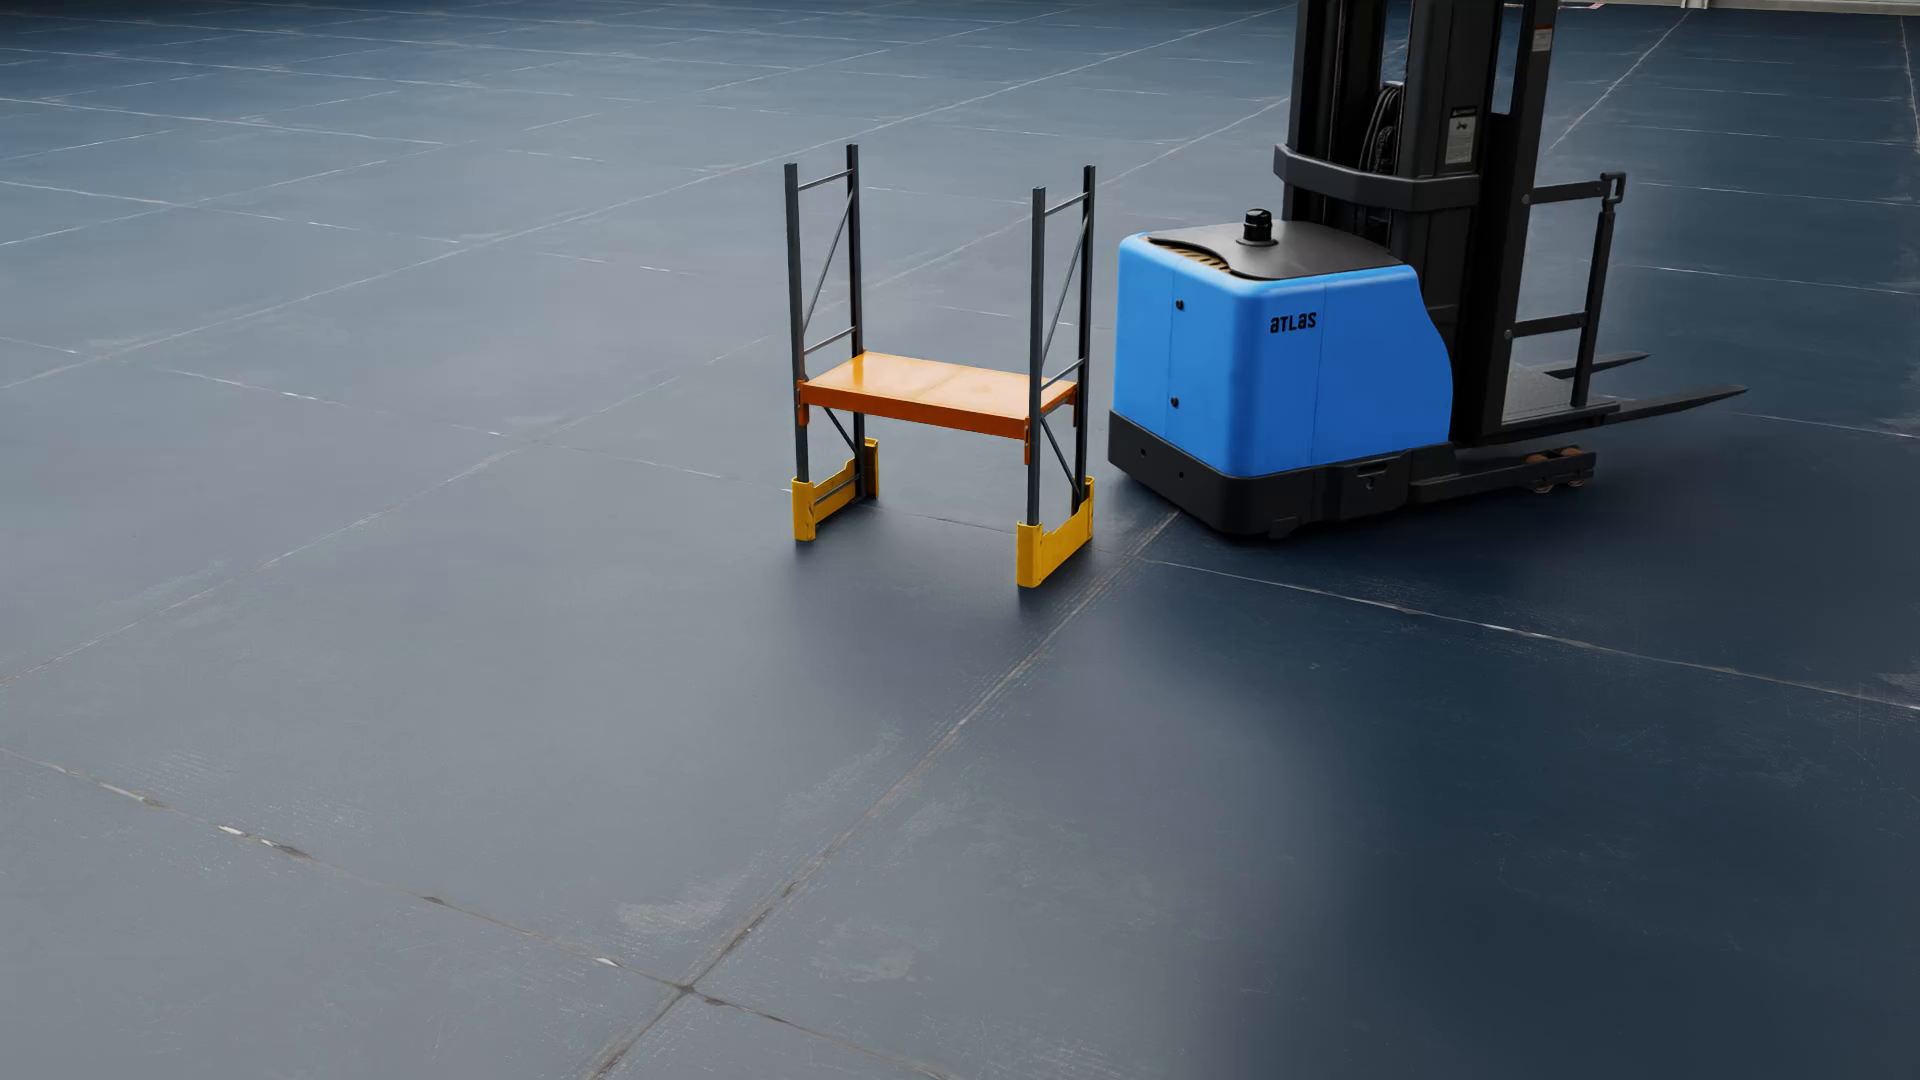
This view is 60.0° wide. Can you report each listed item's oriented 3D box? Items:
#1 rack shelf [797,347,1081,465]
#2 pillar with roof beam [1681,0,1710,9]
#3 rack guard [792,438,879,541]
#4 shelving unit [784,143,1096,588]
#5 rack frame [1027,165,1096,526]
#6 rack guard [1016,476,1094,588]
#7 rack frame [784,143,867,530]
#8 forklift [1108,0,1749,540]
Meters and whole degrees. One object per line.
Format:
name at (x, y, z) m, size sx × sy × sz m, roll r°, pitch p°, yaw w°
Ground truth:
rack shelf at (-0.076, -0.540, 6.544) m, size 1.000 × 0.185 × 0.538 m, roll 11°, pitch 25°, yaw 25°
pillar with roof beam at (10.102, -11.368, 21.964) m, size 0.400 × 9.000 × 9.100 m, roll 11°, pitch 25°, yaw 25°
rack guard at (-0.512, -0.216, 6.921) m, size 0.087 × 0.250 × 0.587 m, roll 11°, pitch 25°, yaw 25°
shelving unit at (6.752, 0.508, 3.238) m, size 16.366 × 1.800 × 0.587 m, roll 11°, pitch 25°, yaw 25°
rack frame at (0.378, -0.615, 6.262) m, size 0.032 × 1.500 × 0.500 m, roll 11°, pitch 25°, yaw 25°
rack guard at (0.376, -0.041, 6.507) m, size 0.087 × 0.250 × 0.587 m, roll 11°, pitch 25°, yaw 25°
rack frame at (6.751, 0.512, 3.228) m, size 16.358 × 1.800 × 0.520 m, roll 11°, pitch 25°, yaw 25°
forklift at (2.214, -1.725, 7.042) m, size 3.031 × 2.935 × 1.130 m, roll -10°, pitch 25°, yaw -23°
